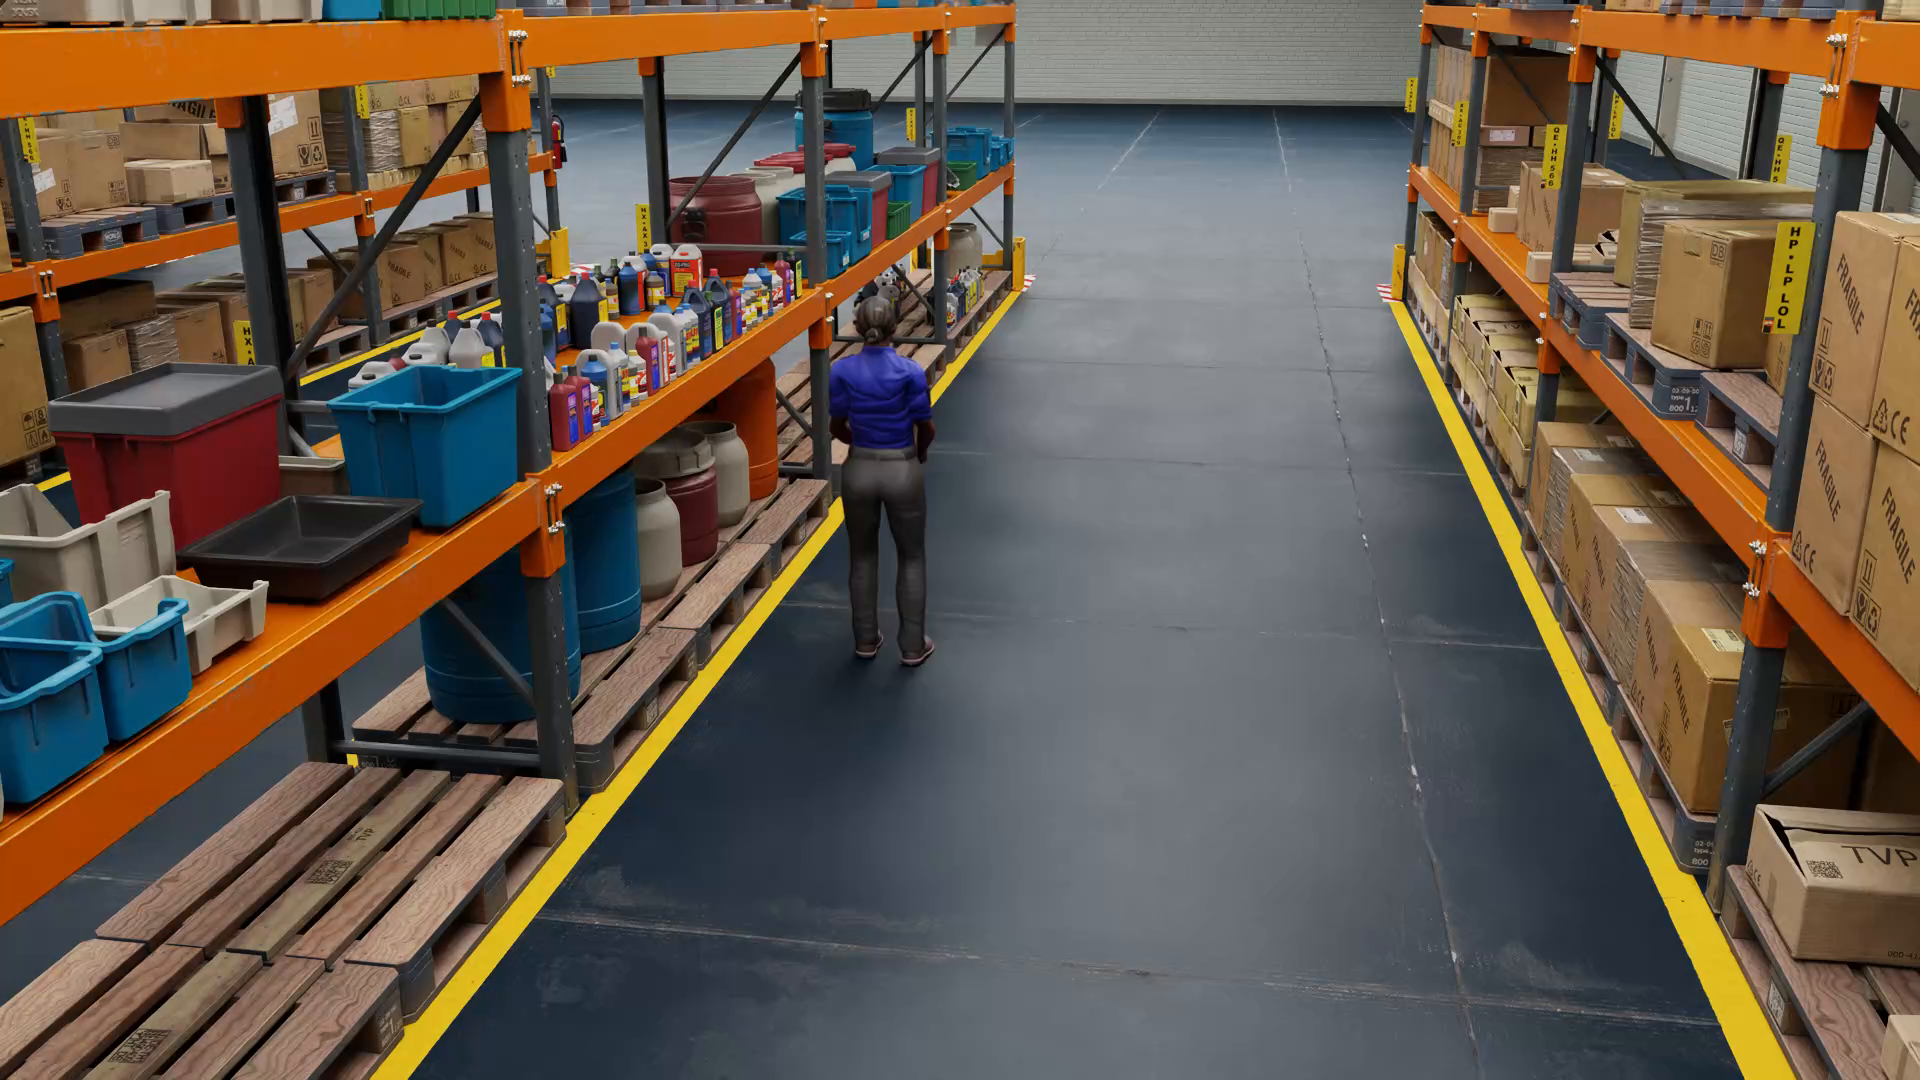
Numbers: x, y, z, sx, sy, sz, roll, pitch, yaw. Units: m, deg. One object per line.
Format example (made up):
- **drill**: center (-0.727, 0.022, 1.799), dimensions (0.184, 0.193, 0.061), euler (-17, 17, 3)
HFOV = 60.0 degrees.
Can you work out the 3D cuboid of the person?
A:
- **person**: center (-0.332, -0.278, 7.412), dimensions (0.470, 1.659, 0.475), euler (3, 18, 8)
